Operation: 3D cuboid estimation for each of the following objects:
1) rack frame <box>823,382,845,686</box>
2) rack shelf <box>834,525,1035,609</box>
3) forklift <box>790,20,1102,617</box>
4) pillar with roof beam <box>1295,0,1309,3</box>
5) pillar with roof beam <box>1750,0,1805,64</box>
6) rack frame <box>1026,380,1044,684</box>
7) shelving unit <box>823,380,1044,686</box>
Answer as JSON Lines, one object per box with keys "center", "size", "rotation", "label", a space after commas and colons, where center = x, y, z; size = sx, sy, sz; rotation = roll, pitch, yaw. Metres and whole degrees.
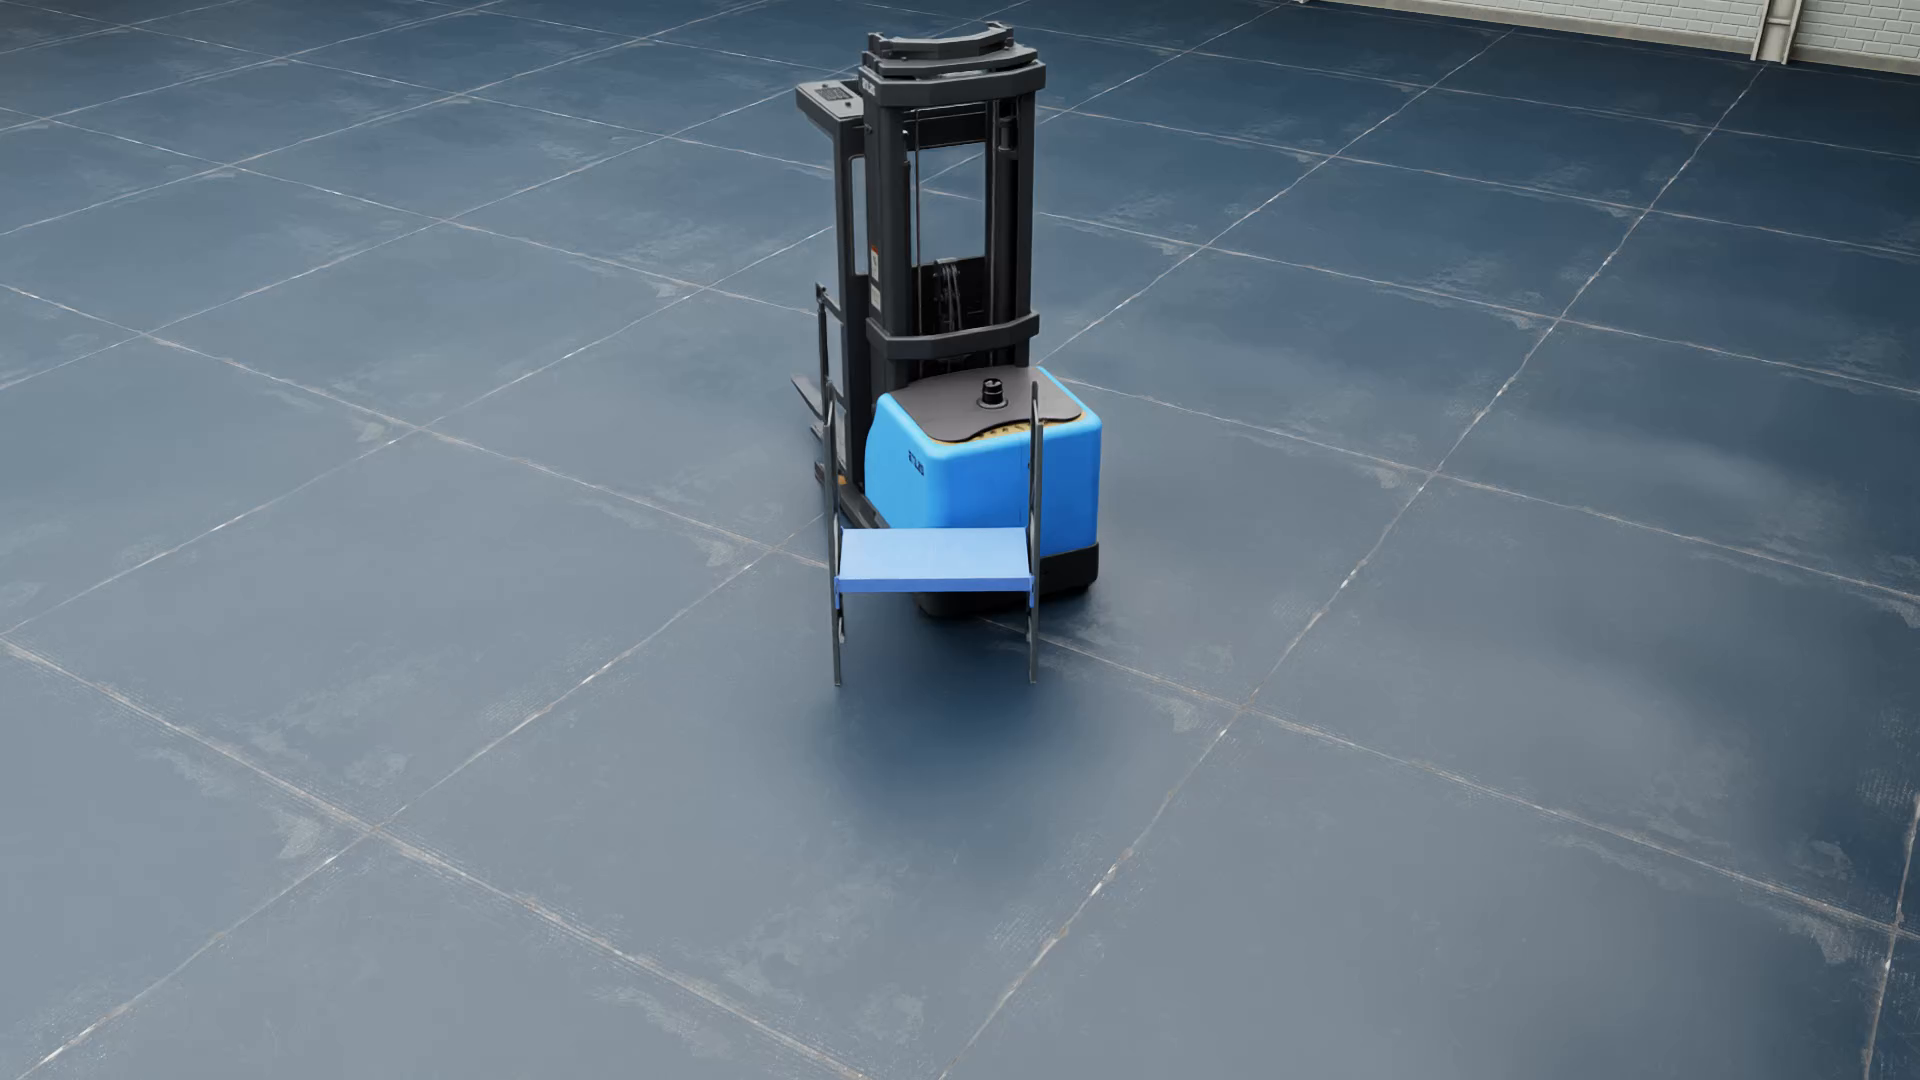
{"center": [-0.639, -0.017, 8.463], "size": [0.032, 1.500, 0.500], "rotation": [0, 30, -1], "label": "rack frame"}
{"center": [-0.131, 0.135, 8.560], "size": [1.000, 0.185, 0.538], "rotation": [0, 30, -1], "label": "rack shelf"}
{"center": [-0.263, -1.573, 9.710], "size": [1.130, 2.935, 3.031], "rotation": [-12, 32, -20], "label": "forklift"}
{"center": [2.215, -9.342, 17.006], "size": [0.400, 9.000, 9.100], "rotation": [18, 35, 27], "label": "pillar with roof beam"}
{"center": [7.297, -7.735, 14.250], "size": [0.400, 9.000, 9.100], "rotation": [18, 35, 27], "label": "pillar with roof beam"}
{"center": [0.378, -0.025, 8.477], "size": [0.032, 1.500, 0.500], "rotation": [0, 30, -1], "label": "rack frame"}
{"center": [-0.131, -0.021, 8.470], "size": [1.048, 1.500, 0.538], "rotation": [0, 30, -1], "label": "shelving unit"}
